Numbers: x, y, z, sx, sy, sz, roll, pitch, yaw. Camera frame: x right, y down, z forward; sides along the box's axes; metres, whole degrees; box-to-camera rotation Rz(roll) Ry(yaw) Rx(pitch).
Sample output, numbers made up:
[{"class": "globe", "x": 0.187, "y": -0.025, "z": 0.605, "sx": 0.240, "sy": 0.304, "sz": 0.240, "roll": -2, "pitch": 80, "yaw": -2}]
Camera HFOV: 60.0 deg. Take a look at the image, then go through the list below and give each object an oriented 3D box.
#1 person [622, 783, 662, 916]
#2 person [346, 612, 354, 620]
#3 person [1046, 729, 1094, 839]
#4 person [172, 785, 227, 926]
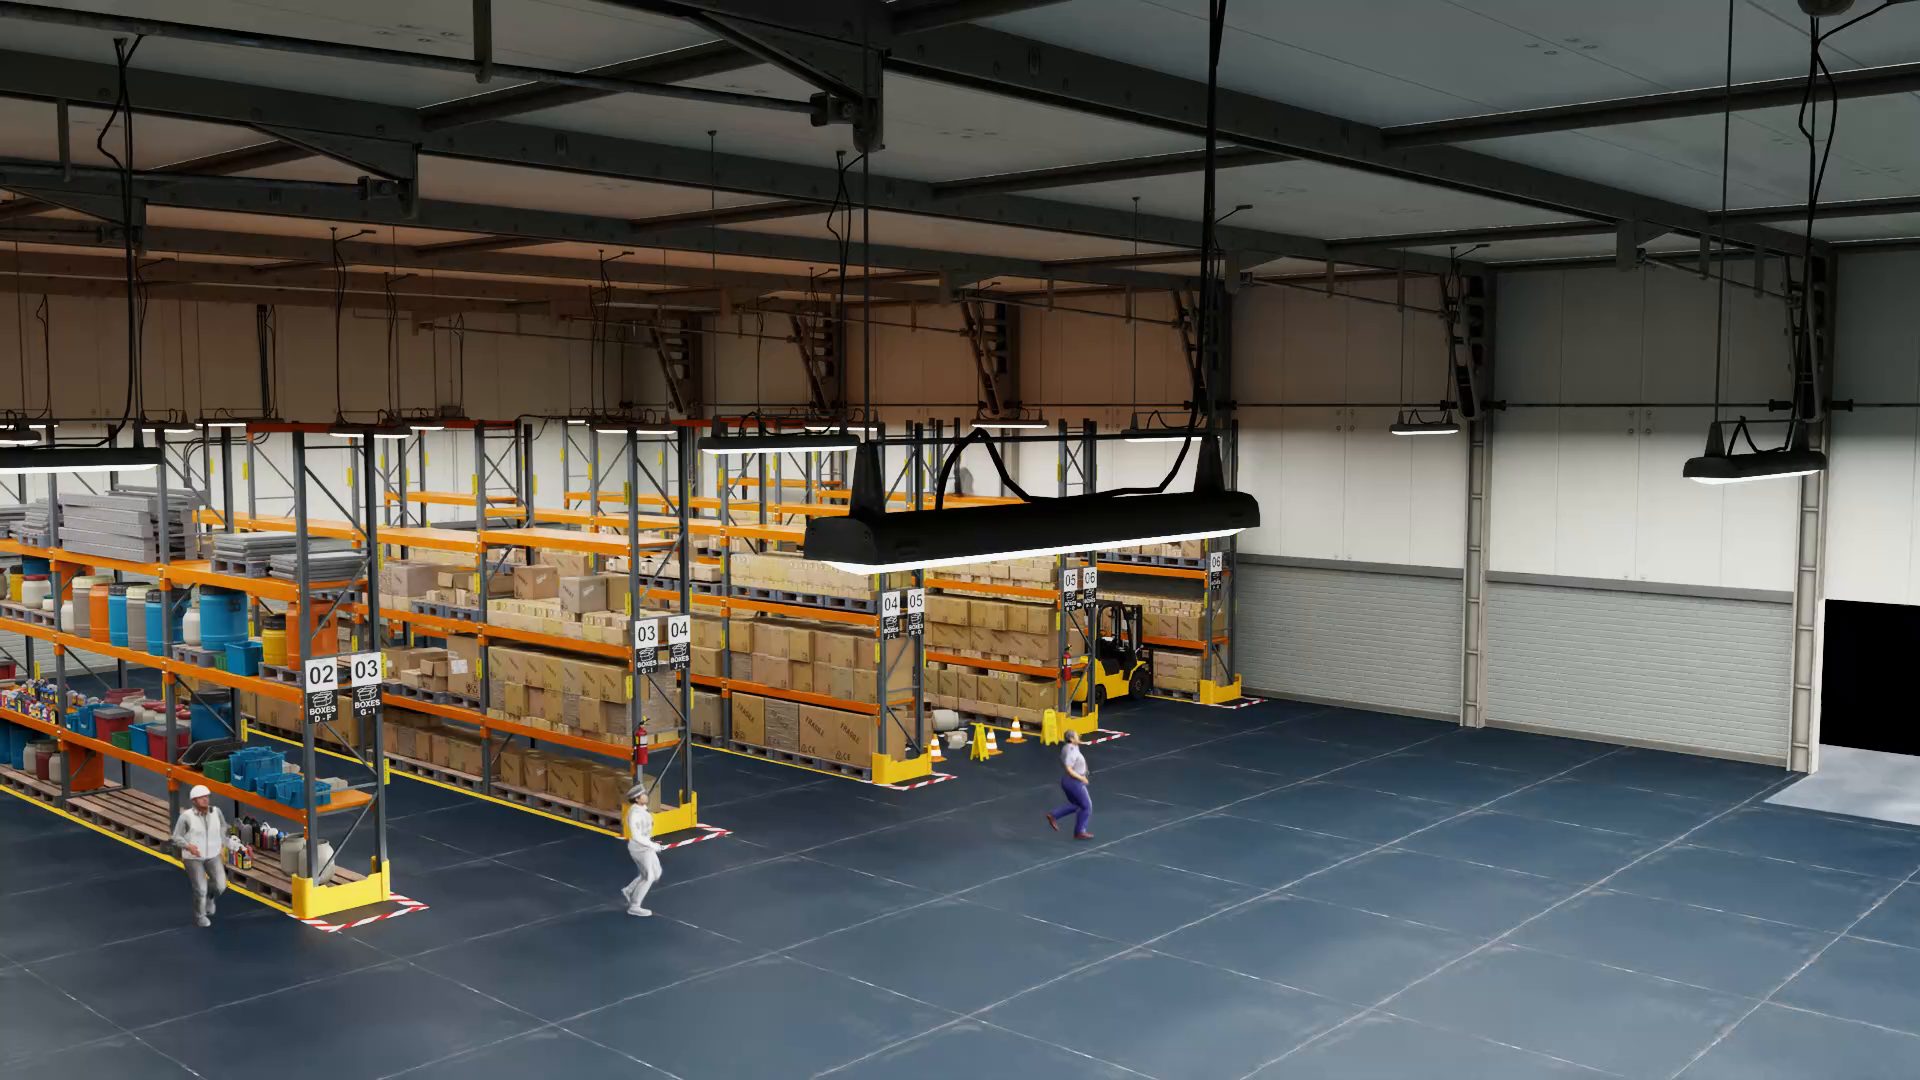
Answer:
[{"class": "person", "x": -3.939, "y": 3.825, "z": 20.613, "sx": 0.472, "sy": 1.663, "sz": 0.624, "roll": -1, "pitch": 5, "yaw": -11}, {"class": "person", "x": -13.655, "y": 2.450, "z": 37.173, "sx": 0.736, "sy": 1.711, "sz": 0.907, "roll": -4, "pitch": 6, "yaw": -40}, {"class": "person", "x": 1.620, "y": 3.552, "z": 24.227, "sx": 0.668, "sy": 1.599, "sz": 0.613, "roll": -1, "pitch": 5, "yaw": -8}, {"class": "person", "x": -9.167, "y": 3.823, "z": 20.158, "sx": 0.586, "sy": 1.732, "sz": 0.679, "roll": 5, "pitch": 7, "yaw": 45}]
